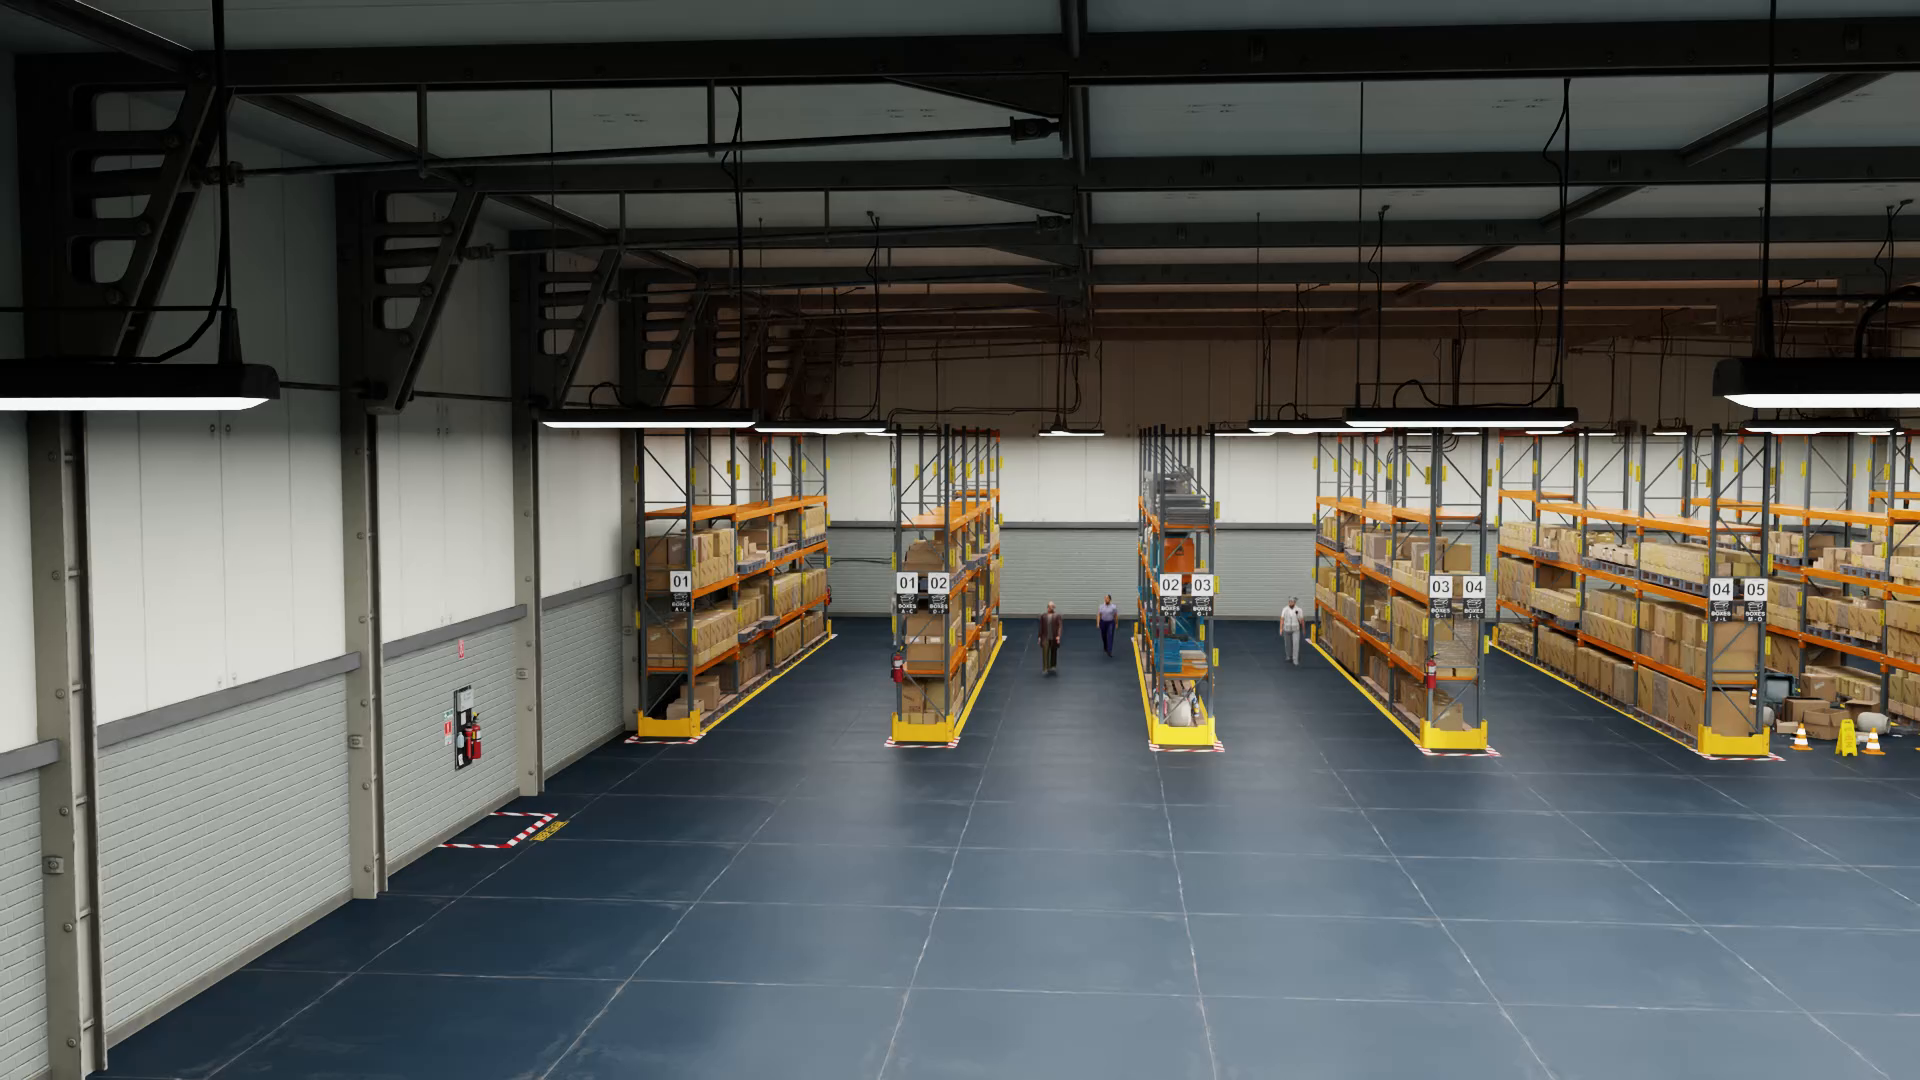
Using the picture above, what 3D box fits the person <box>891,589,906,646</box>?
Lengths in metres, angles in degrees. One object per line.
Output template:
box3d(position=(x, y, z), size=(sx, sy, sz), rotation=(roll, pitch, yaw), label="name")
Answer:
box3d(position=(-1.701, 2.119, 46.164), size=(0.424, 1.563, 0.768), rotation=(0, 3, 3), label="person")

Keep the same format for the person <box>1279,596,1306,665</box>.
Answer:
box3d(position=(8.464, 2.270, 42.317), size=(0.643, 1.696, 1.085), rotation=(1, 4, 14), label="person")

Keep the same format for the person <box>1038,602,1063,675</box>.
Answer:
box3d(position=(2.190, 2.378, 40.371), size=(0.617, 1.713, 1.103), rotation=(0, 3, 5), label="person")

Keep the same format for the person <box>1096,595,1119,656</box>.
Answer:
box3d(position=(3.894, 2.243, 43.954), size=(0.534, 1.569, 1.039), rotation=(1, 4, 15), label="person")
